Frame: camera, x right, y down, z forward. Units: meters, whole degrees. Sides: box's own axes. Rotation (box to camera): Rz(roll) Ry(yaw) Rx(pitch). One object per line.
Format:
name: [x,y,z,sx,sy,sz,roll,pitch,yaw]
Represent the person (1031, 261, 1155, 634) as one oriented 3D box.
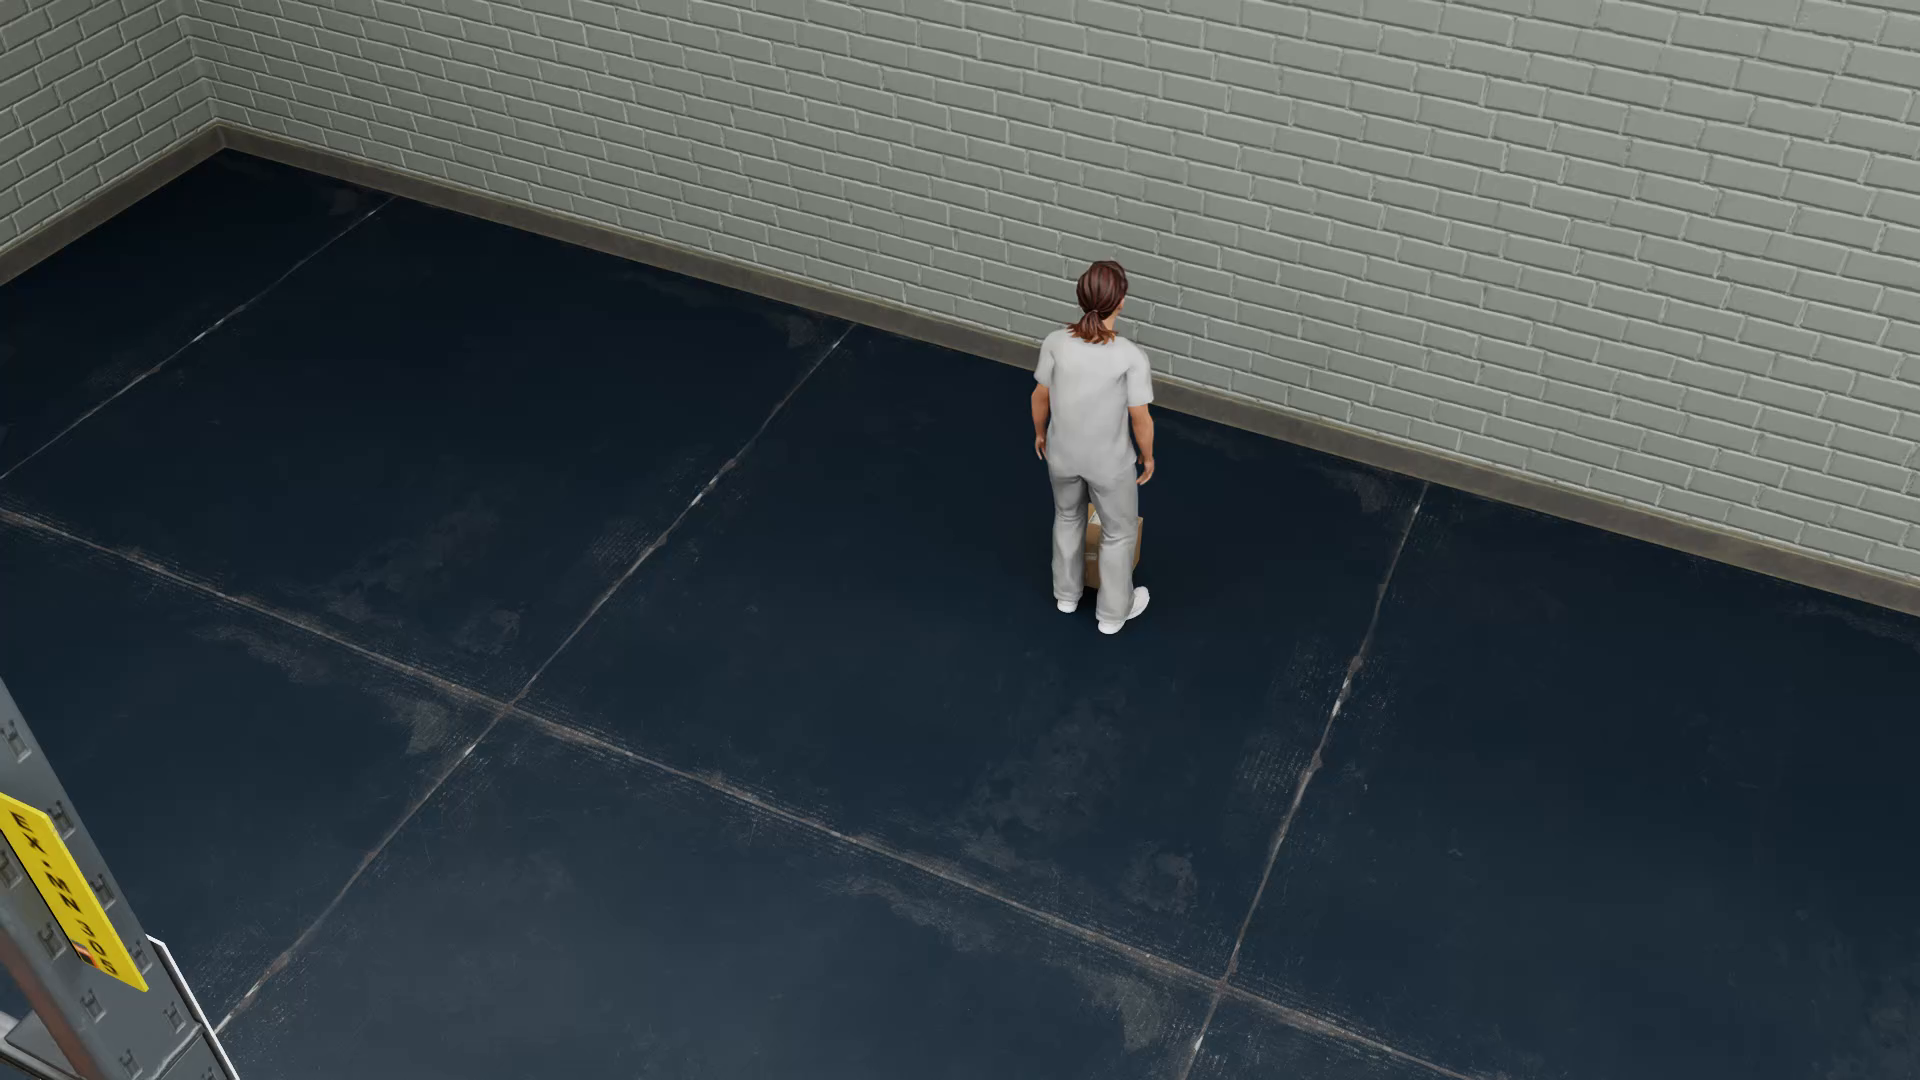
person: [0.534,-0.355,6.553,0.508,1.673,0.407,16,45,17]
